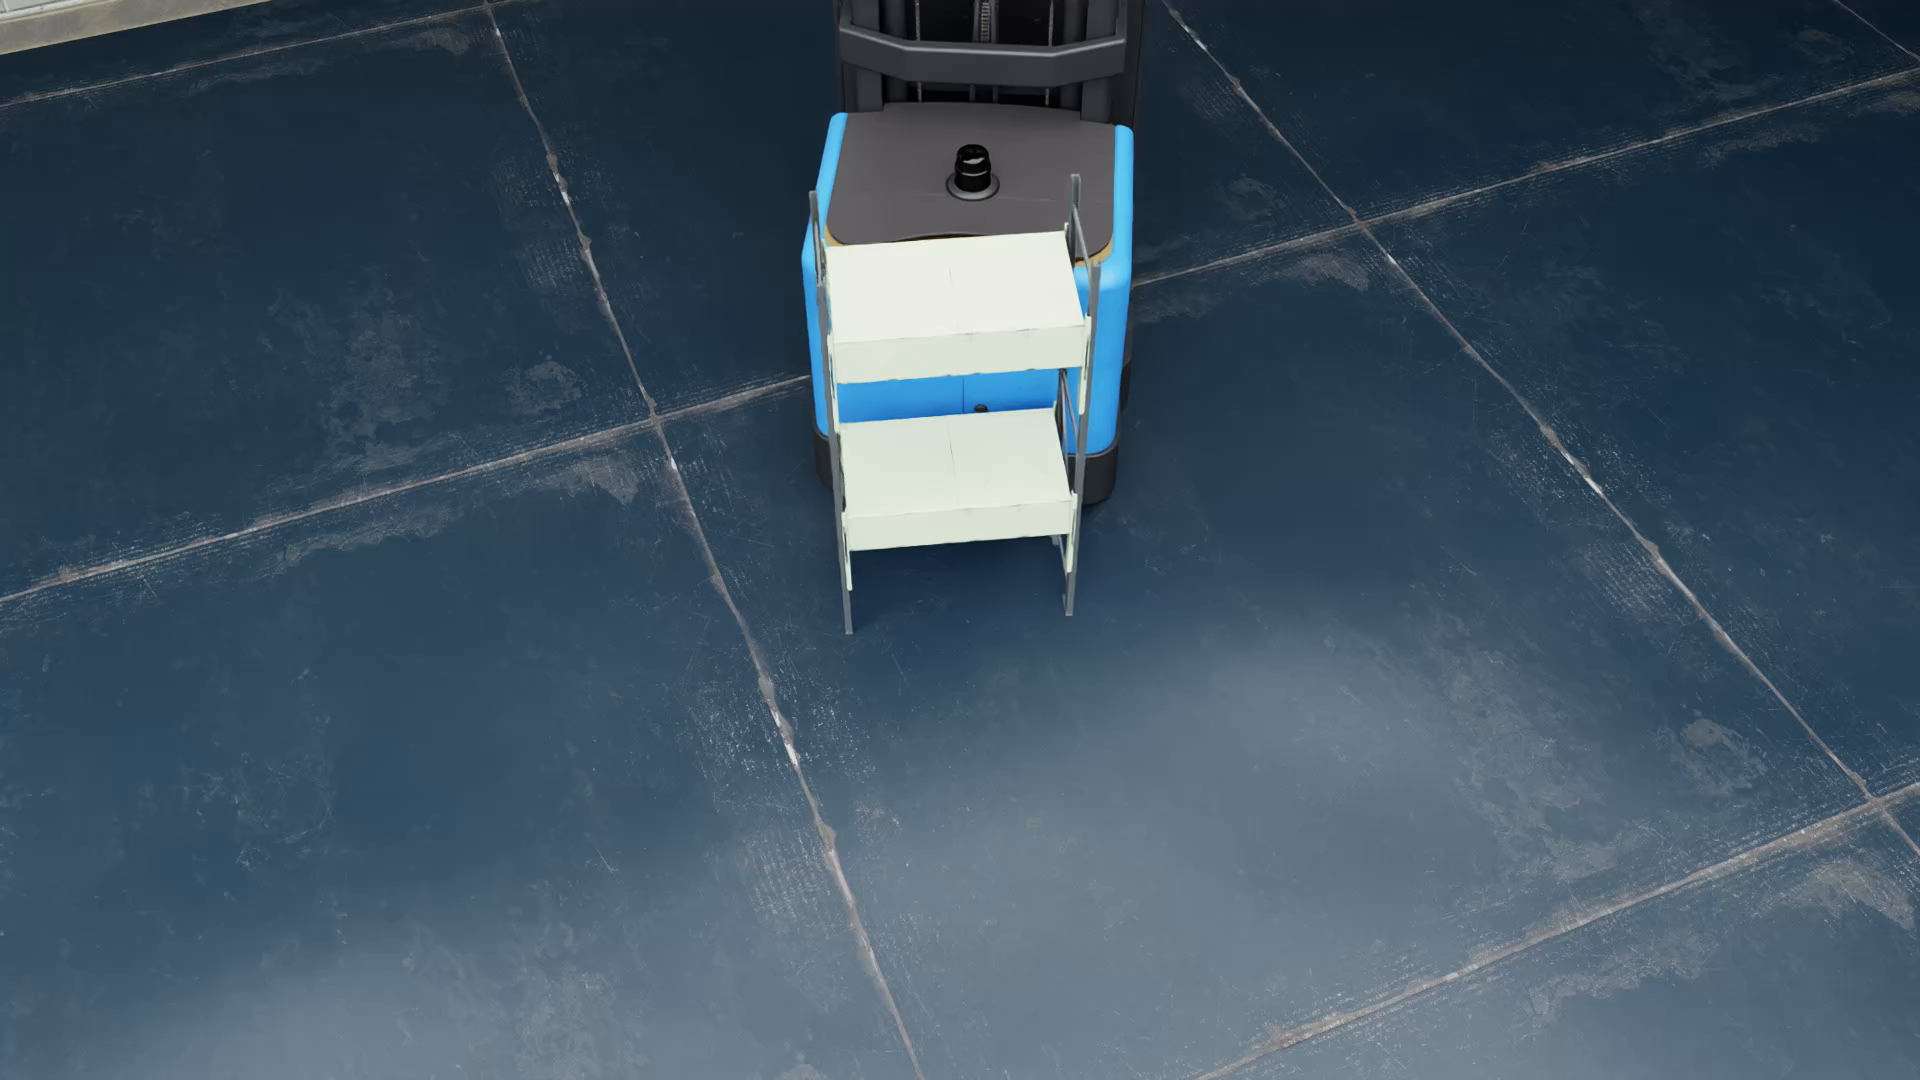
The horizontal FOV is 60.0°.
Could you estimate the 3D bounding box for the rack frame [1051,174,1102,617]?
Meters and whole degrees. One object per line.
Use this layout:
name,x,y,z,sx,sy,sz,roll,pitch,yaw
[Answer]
rack frame,0.343,-0.385,5.092,0.023,1.500,0.400,-5,49,-4

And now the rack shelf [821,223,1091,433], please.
rack shelf,-0.021,-0.610,4.771,0.720,0.370,0.431,-5,49,-4

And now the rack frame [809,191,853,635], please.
rack frame,-0.385,-0.327,5.042,0.023,1.500,0.400,-5,49,-4

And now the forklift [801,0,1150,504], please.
forklift,0.125,-2.201,5.708,1.130,2.935,3.031,3,49,3

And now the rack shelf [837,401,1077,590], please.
rack shelf,-0.021,-0.143,5.314,0.720,0.370,0.431,-5,49,-4

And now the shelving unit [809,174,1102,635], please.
shelving unit,-0.021,-0.356,5.067,0.755,1.500,0.431,-5,49,-4
